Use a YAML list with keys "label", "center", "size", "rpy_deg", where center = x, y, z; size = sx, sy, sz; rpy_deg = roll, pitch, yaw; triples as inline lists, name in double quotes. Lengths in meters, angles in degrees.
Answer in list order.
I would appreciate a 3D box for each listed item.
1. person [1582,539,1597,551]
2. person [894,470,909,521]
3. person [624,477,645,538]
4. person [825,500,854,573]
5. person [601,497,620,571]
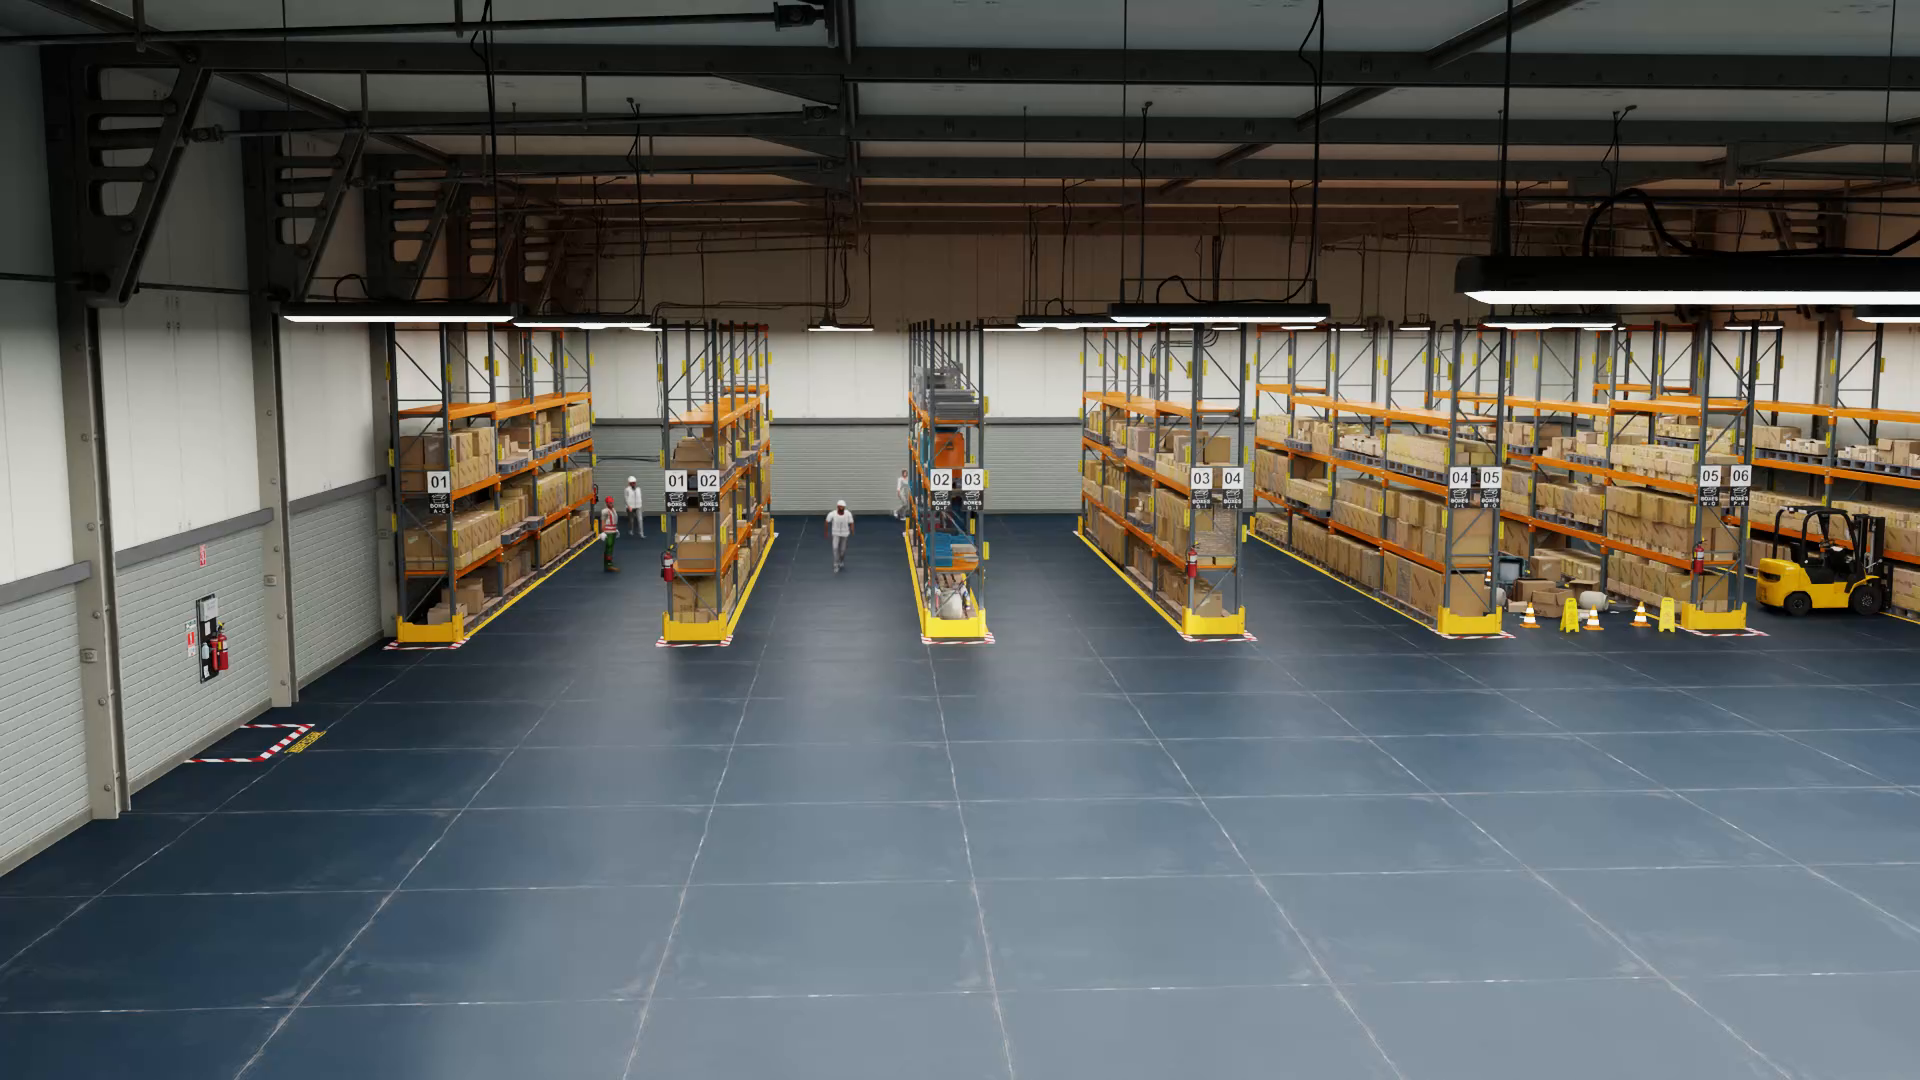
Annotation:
- label: "person"
  center: [16.355, -0.524, 43.869]
  size: [0.944, 1.629, 0.601]
  rpy_deg: [6, 10, 42]
- label: "person"
  center: [-1.766, -1.388, 51.191]
  size: [0.497, 1.584, 0.420]
  rpy_deg: [3, 8, 26]
- label: "person"
  center: [-9.202, -0.926, 46.916]
  size: [0.545, 1.740, 0.917]
  rpy_deg: [-3, 8, -24]
- label: "person"
  center: [-2.935, -0.114, 40.452]
  size: [0.713, 1.739, 1.003]
  rpy_deg: [-1, 7, -4]
- label: "person"
  center: [-8.505, -0.170, 40.551]
  size: [0.427, 1.800, 0.571]
  rpy_deg: [0, 7, 2]
